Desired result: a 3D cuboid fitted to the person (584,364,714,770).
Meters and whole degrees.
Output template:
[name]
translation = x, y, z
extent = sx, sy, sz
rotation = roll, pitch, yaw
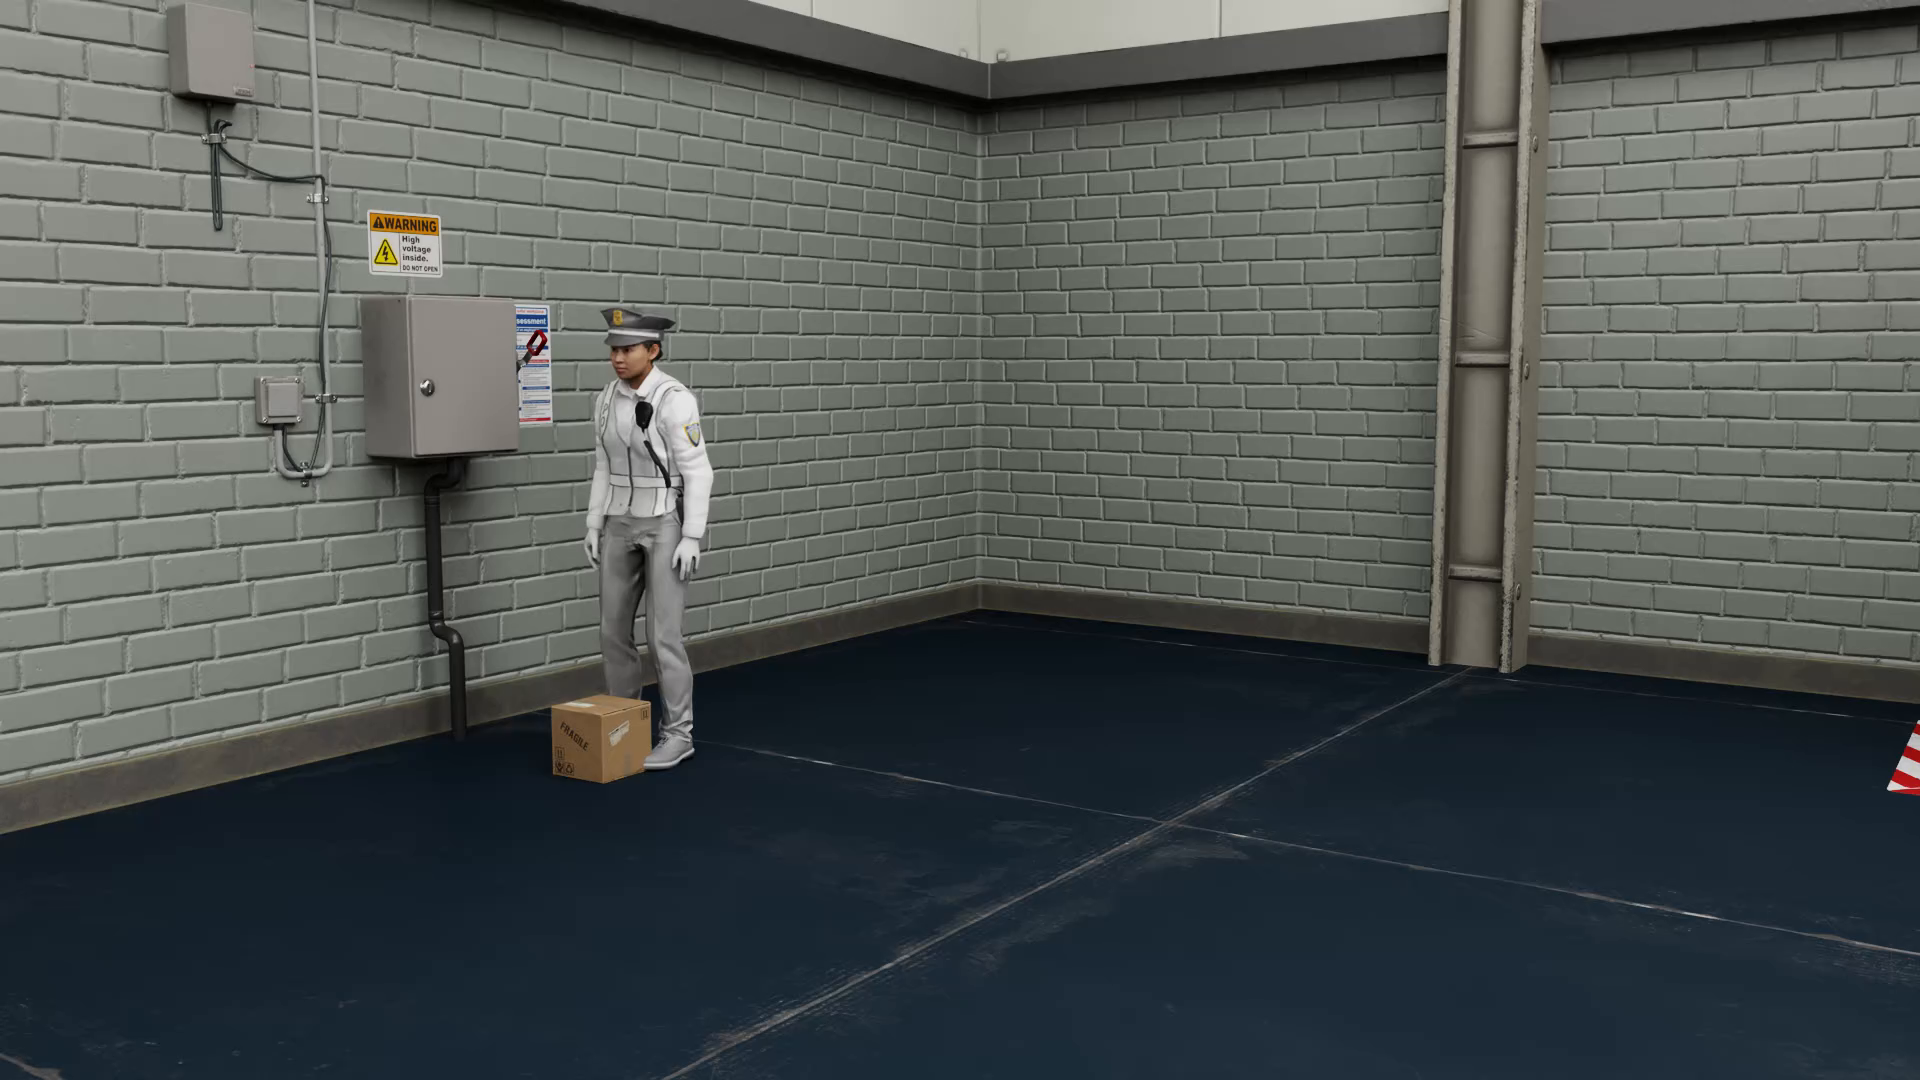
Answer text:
[person]
translation = -1.151, 0.087, 6.117
extent = 0.539, 1.462, 0.358
rotation = 4, 7, 30
